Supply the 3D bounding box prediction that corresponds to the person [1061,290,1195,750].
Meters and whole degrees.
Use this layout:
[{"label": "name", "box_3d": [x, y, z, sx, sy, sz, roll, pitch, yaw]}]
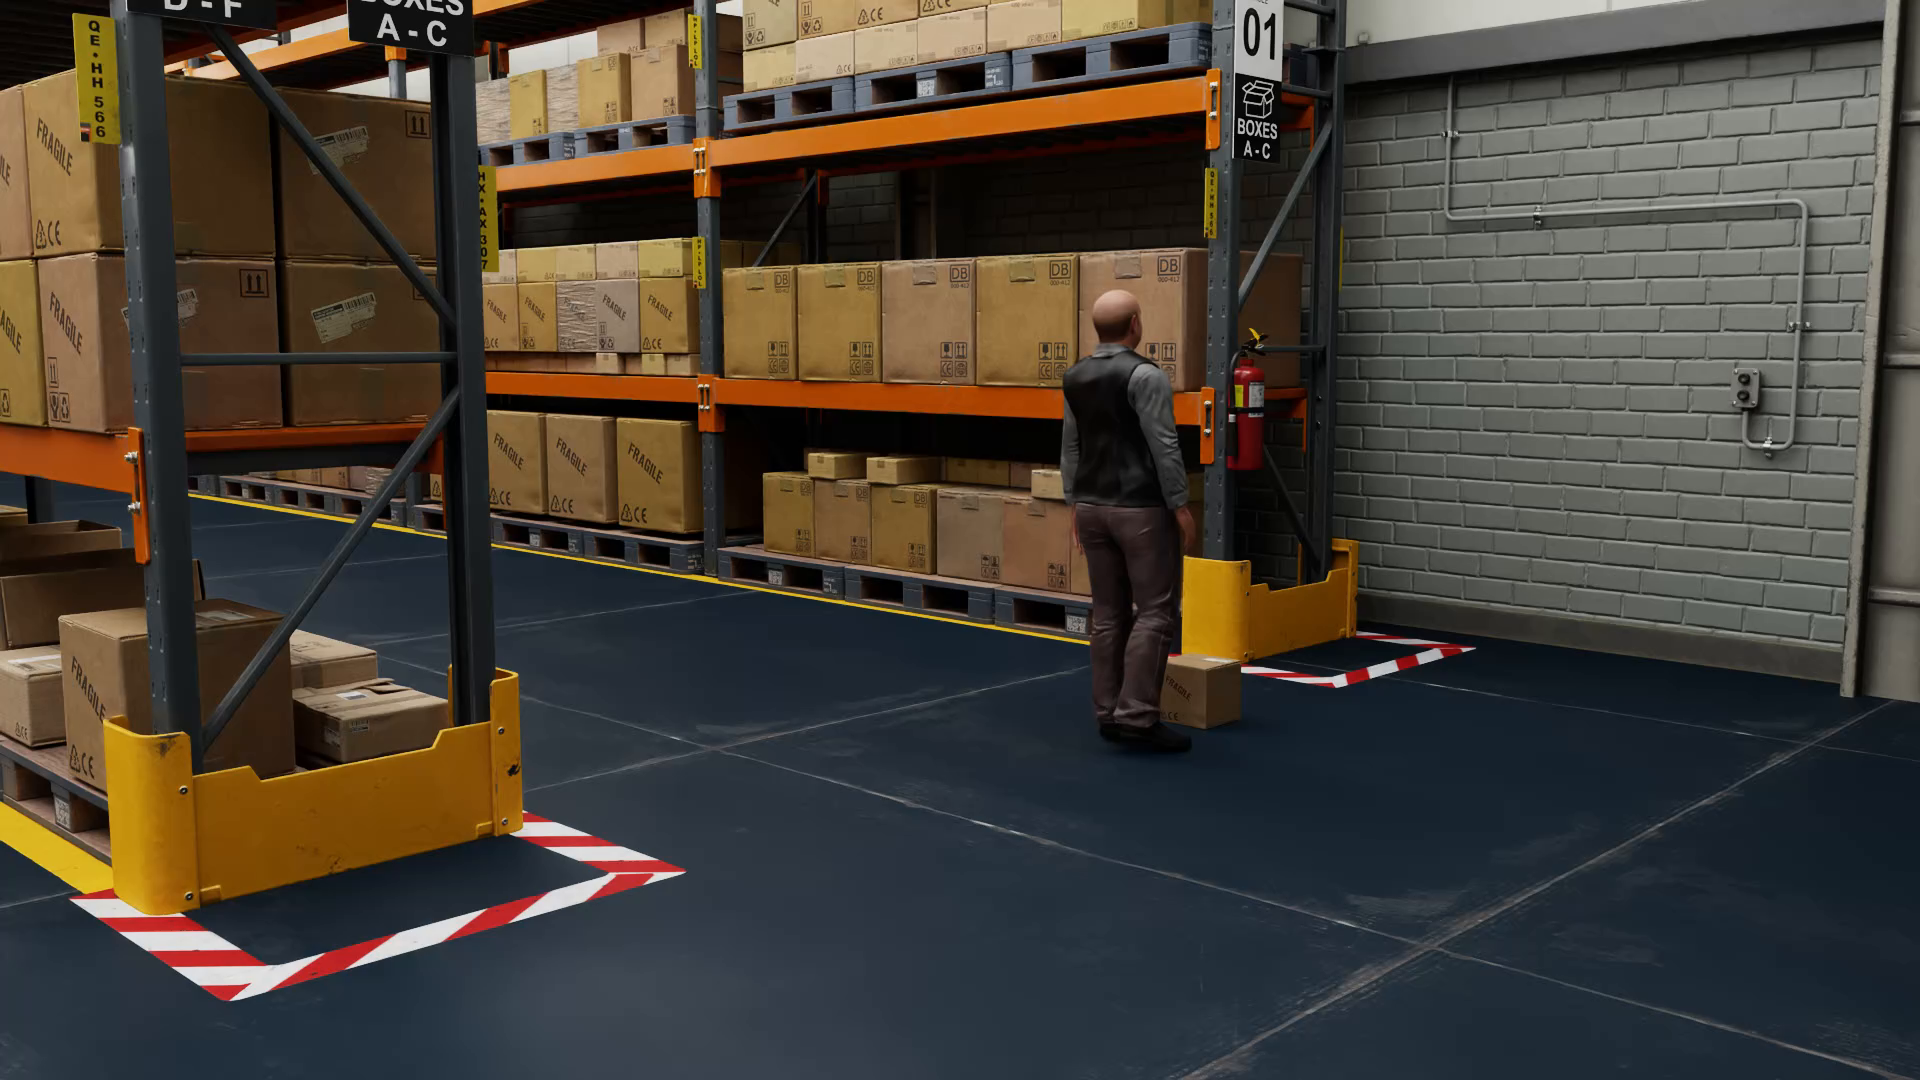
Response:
[{"label": "person", "box_3d": [0.661, -0.083, 6.417, 0.405, 1.747, 0.566, -6, 9, -40]}]
